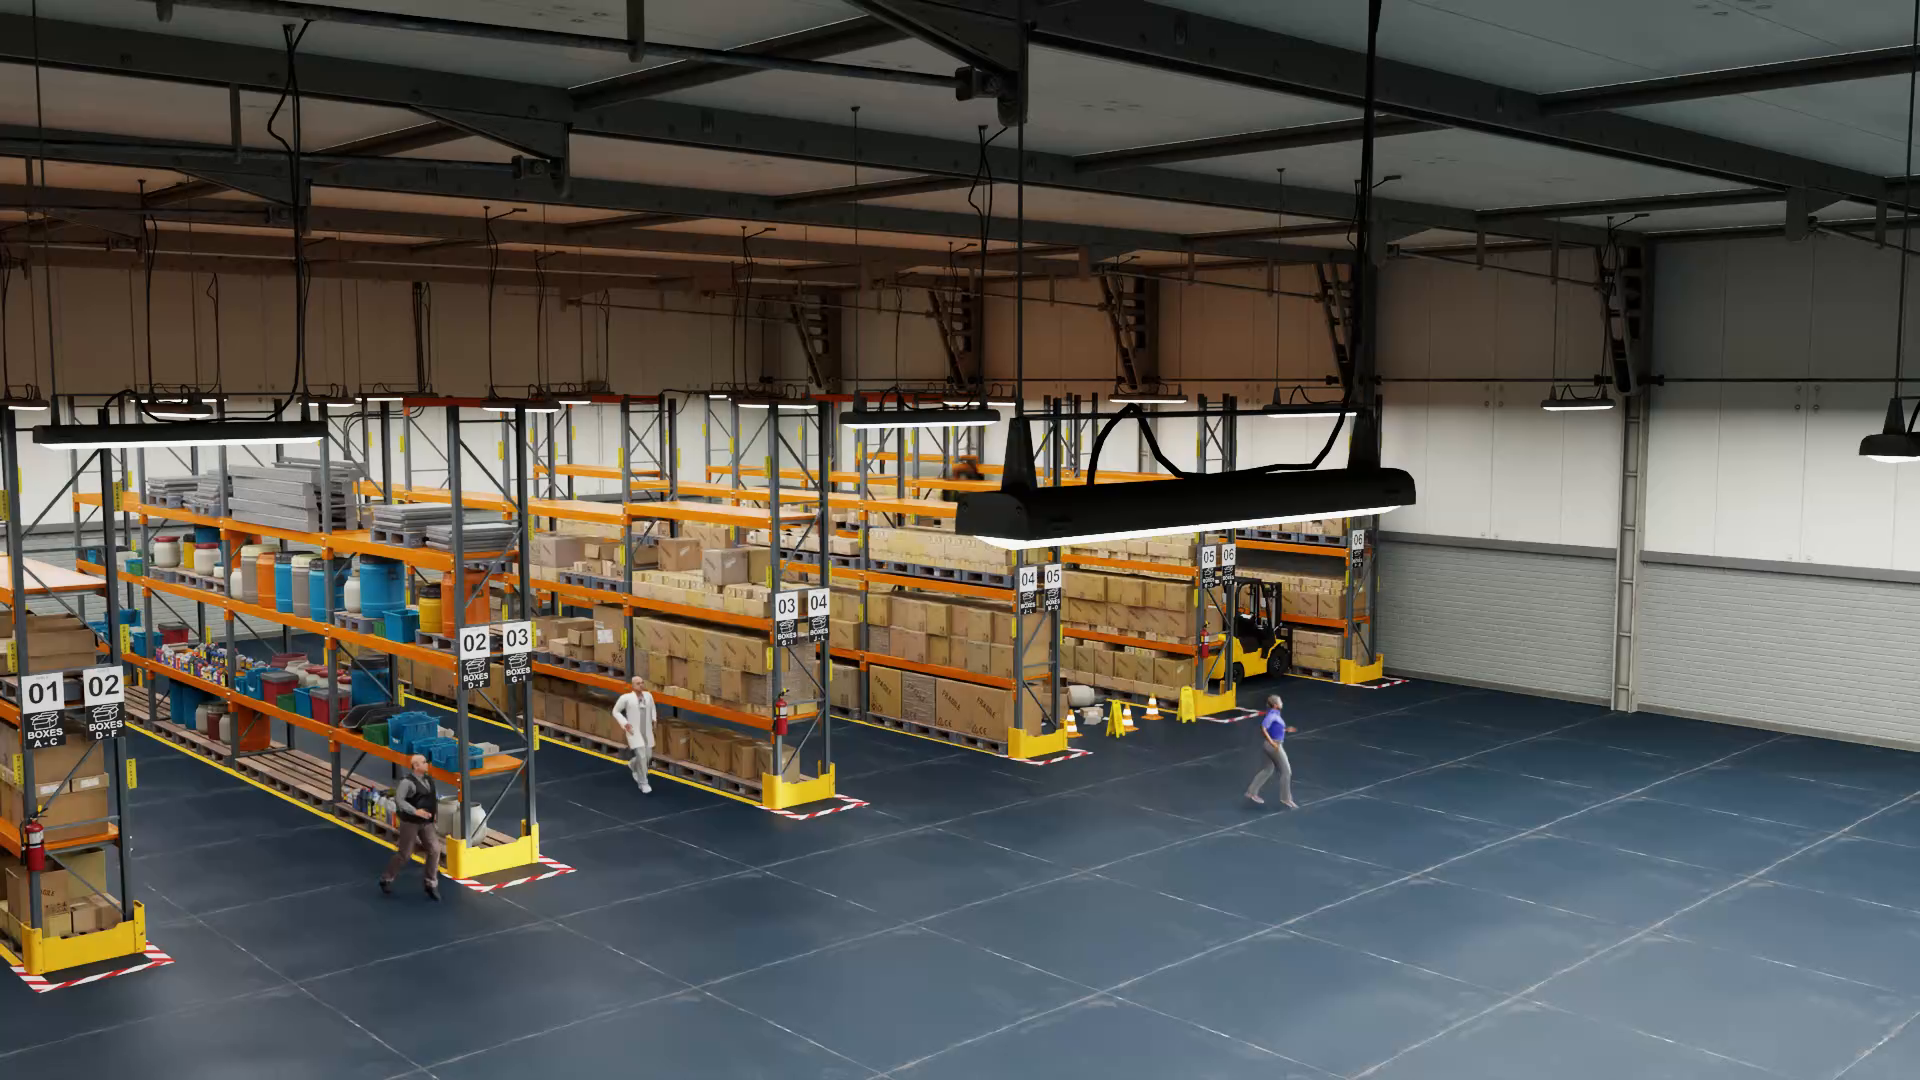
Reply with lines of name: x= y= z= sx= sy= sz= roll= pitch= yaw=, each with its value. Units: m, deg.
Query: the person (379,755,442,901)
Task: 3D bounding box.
person: x=-6.653 y=3.511 z=20.449 sx=0.843 sy=1.739 sz=0.727 roll=3 pitch=6 yaw=25

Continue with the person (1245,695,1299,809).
person: x=4.617 y=3.125 z=24.565 sx=0.783 sy=1.705 sz=0.560 roll=0 pitch=6 yaw=-3

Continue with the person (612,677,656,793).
person: x=-4.999 y=2.978 z=25.692 sx=0.720 sy=1.761 sz=0.794 roll=-5 pitch=7 yaw=-41
